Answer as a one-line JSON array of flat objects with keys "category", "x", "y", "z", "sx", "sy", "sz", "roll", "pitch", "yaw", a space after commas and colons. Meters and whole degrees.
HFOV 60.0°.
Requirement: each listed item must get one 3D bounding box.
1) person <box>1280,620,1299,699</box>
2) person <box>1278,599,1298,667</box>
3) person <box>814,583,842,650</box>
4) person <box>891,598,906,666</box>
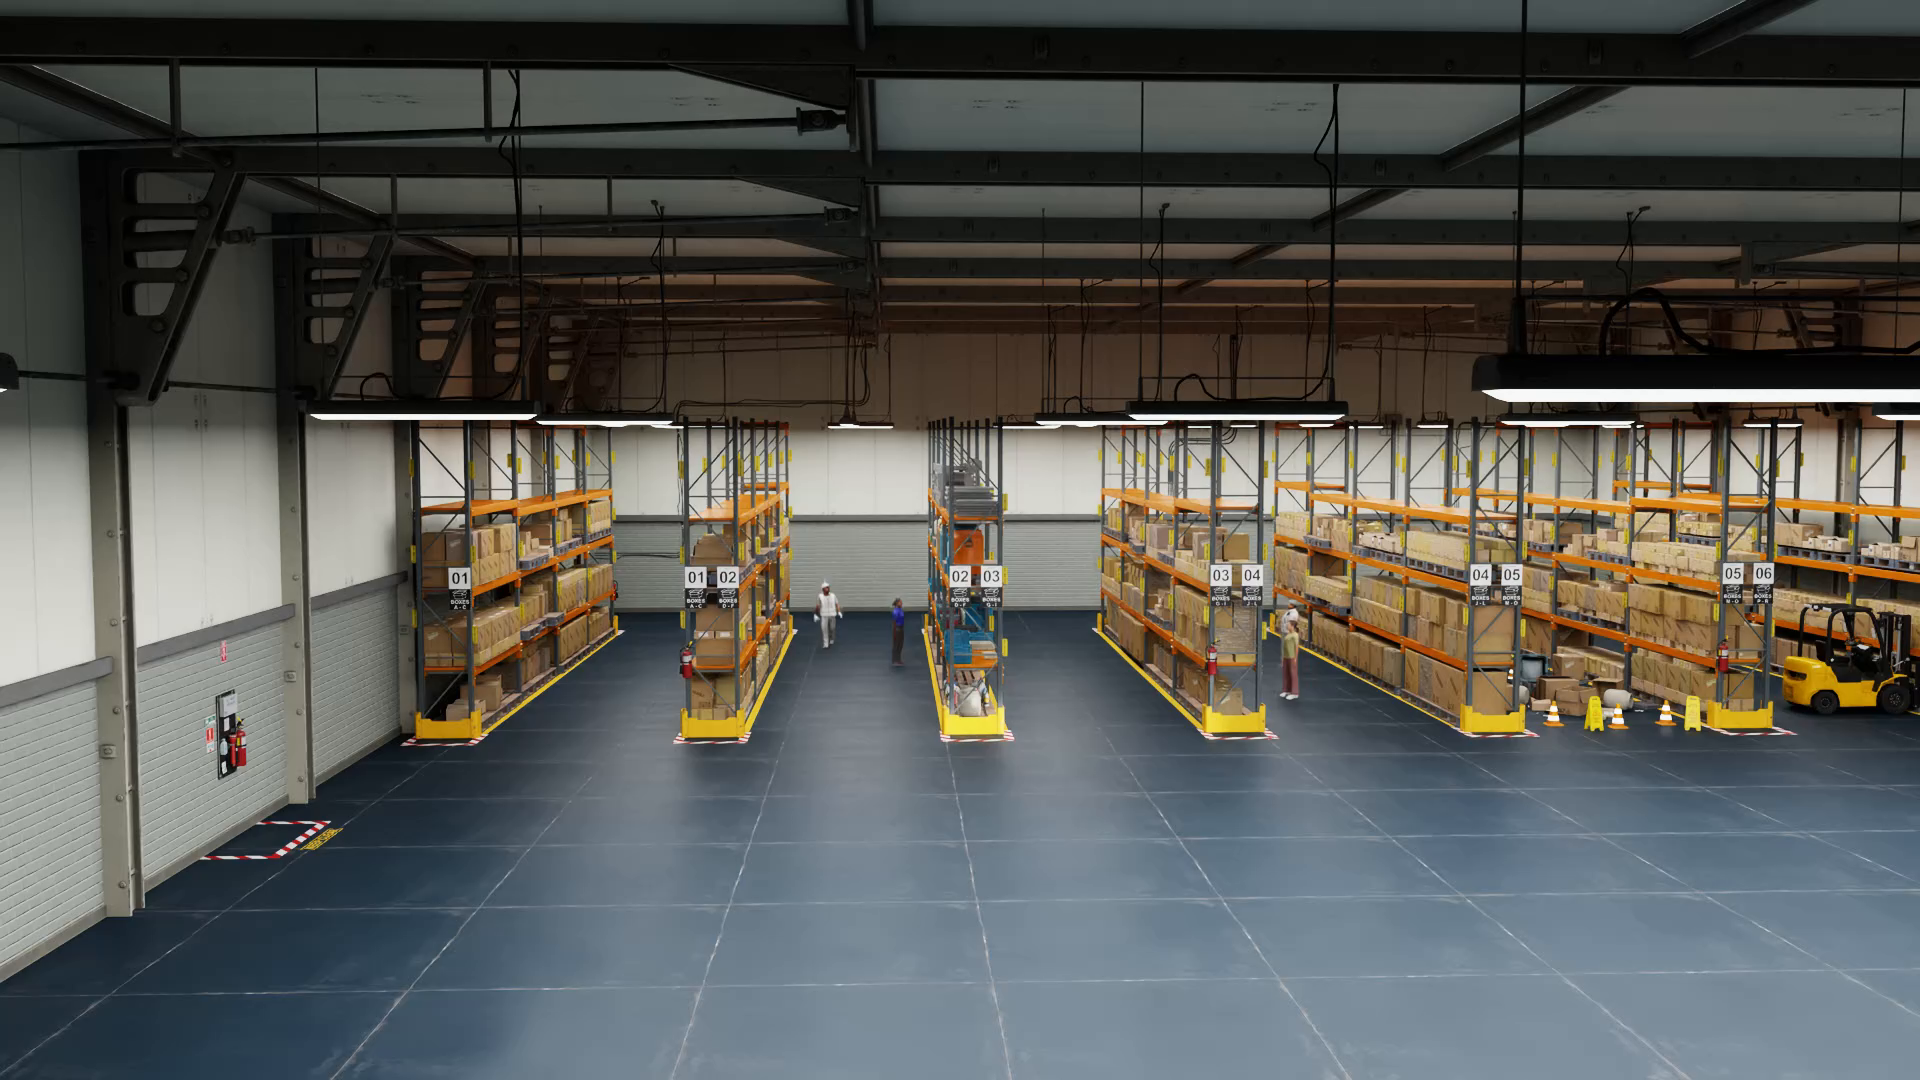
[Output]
[{"category": "person", "x": 7.091, "y": 2.550, "z": 35.710, "sx": 0.385, "sy": 1.675, "sz": 0.482, "roll": -2, "pitch": 4, "yaw": -26}, {"category": "person", "x": 7.973, "y": 2.265, "z": 40.313, "sx": 0.438, "sy": 1.653, "sz": 0.525, "roll": -2, "pitch": 4, "yaw": -26}, {"category": "person", "x": -3.475, "y": 1.992, "z": 43.749, "sx": 0.735, "sy": 1.731, "sz": 1.091, "roll": 0, "pitch": 4, "yaw": -7}, {"category": "person", "x": -1.503, "y": 2.244, "z": 40.565, "sx": 0.320, "sy": 1.651, "sz": 0.557, "roll": 1, "pitch": 4, "yaw": 15}]
